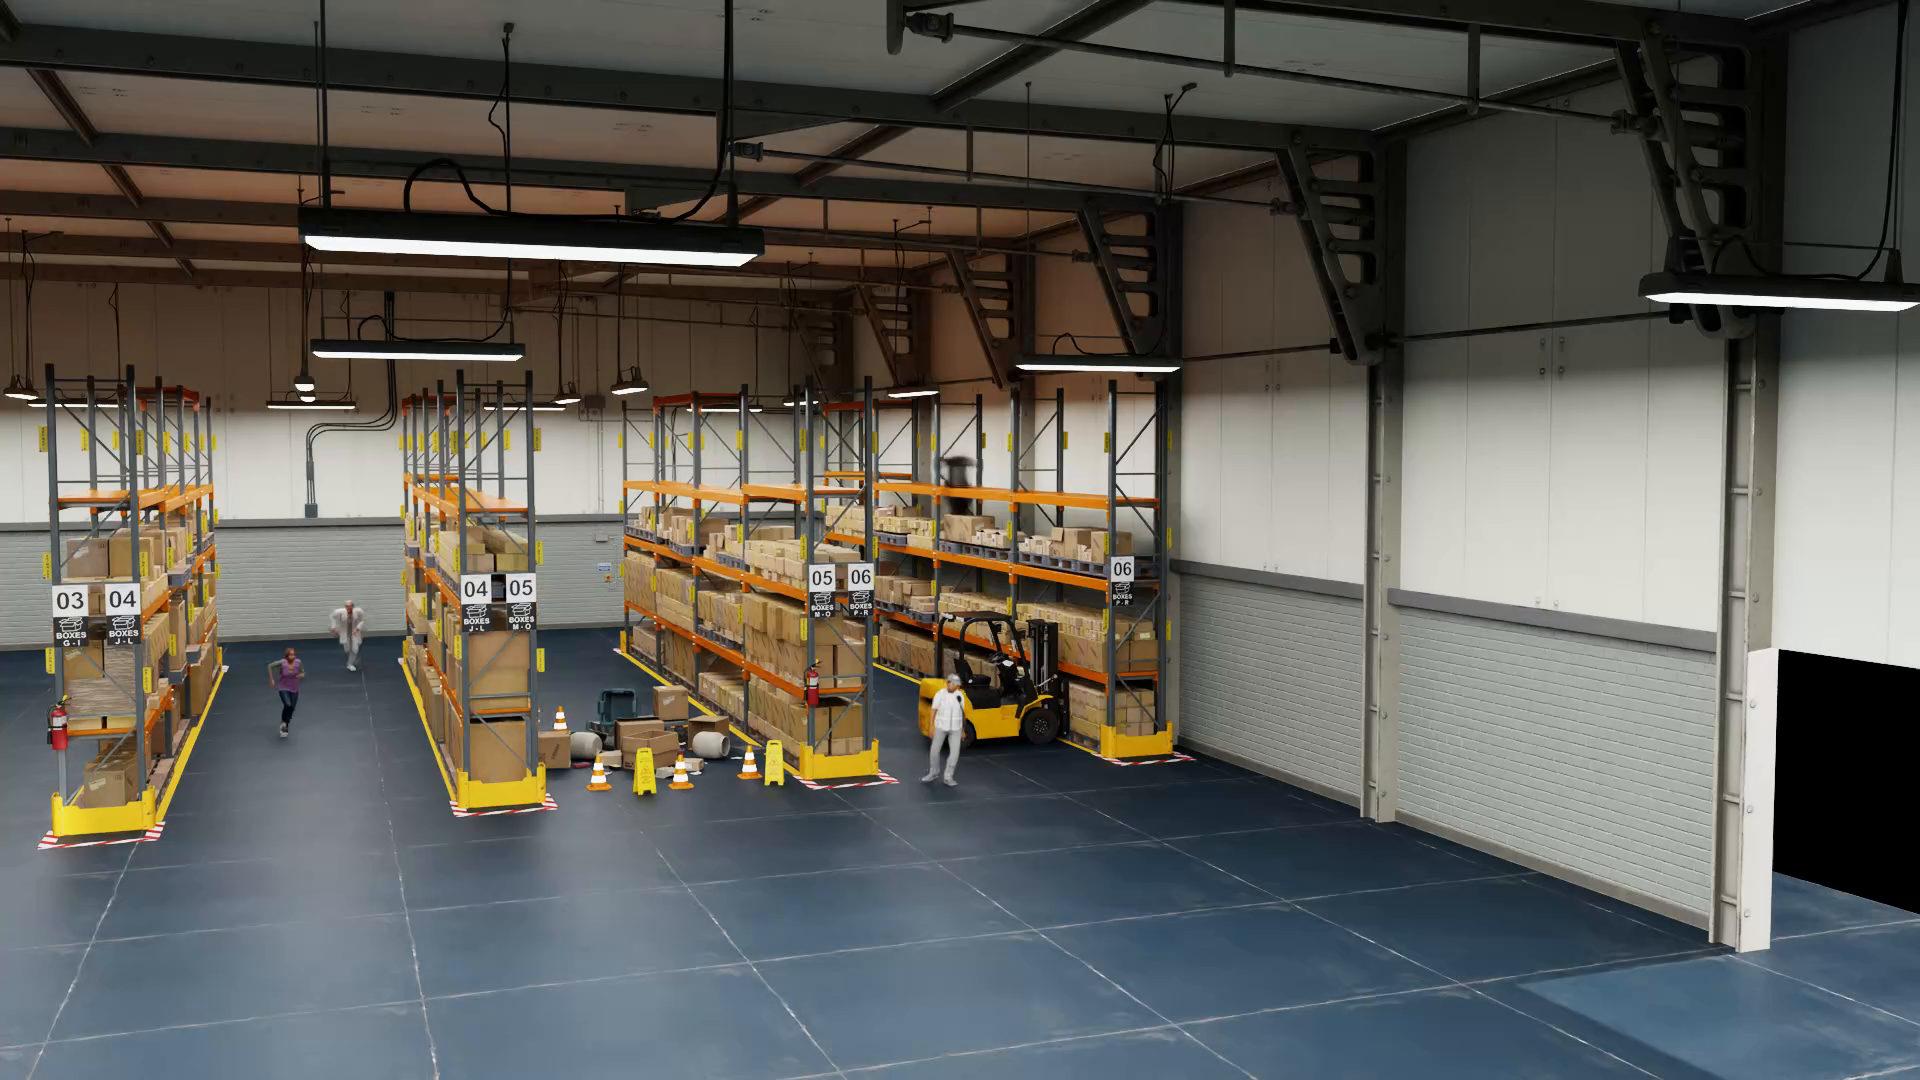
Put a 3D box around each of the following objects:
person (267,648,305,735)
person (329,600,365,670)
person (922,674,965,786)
[{"bbox_3d":[-11.414,2.578,28.225,0.538,1.524,0.782,-3,4,-40],"label":"person"},{"bbox_3d":[-13.434,2.084,36.486,0.740,1.592,0.883,-1,4,-18],"label":"person"},{"bbox_3d":[-0.234,2.763,24.280,0.625,1.643,0.496,-1,3,-12],"label":"person"}]
